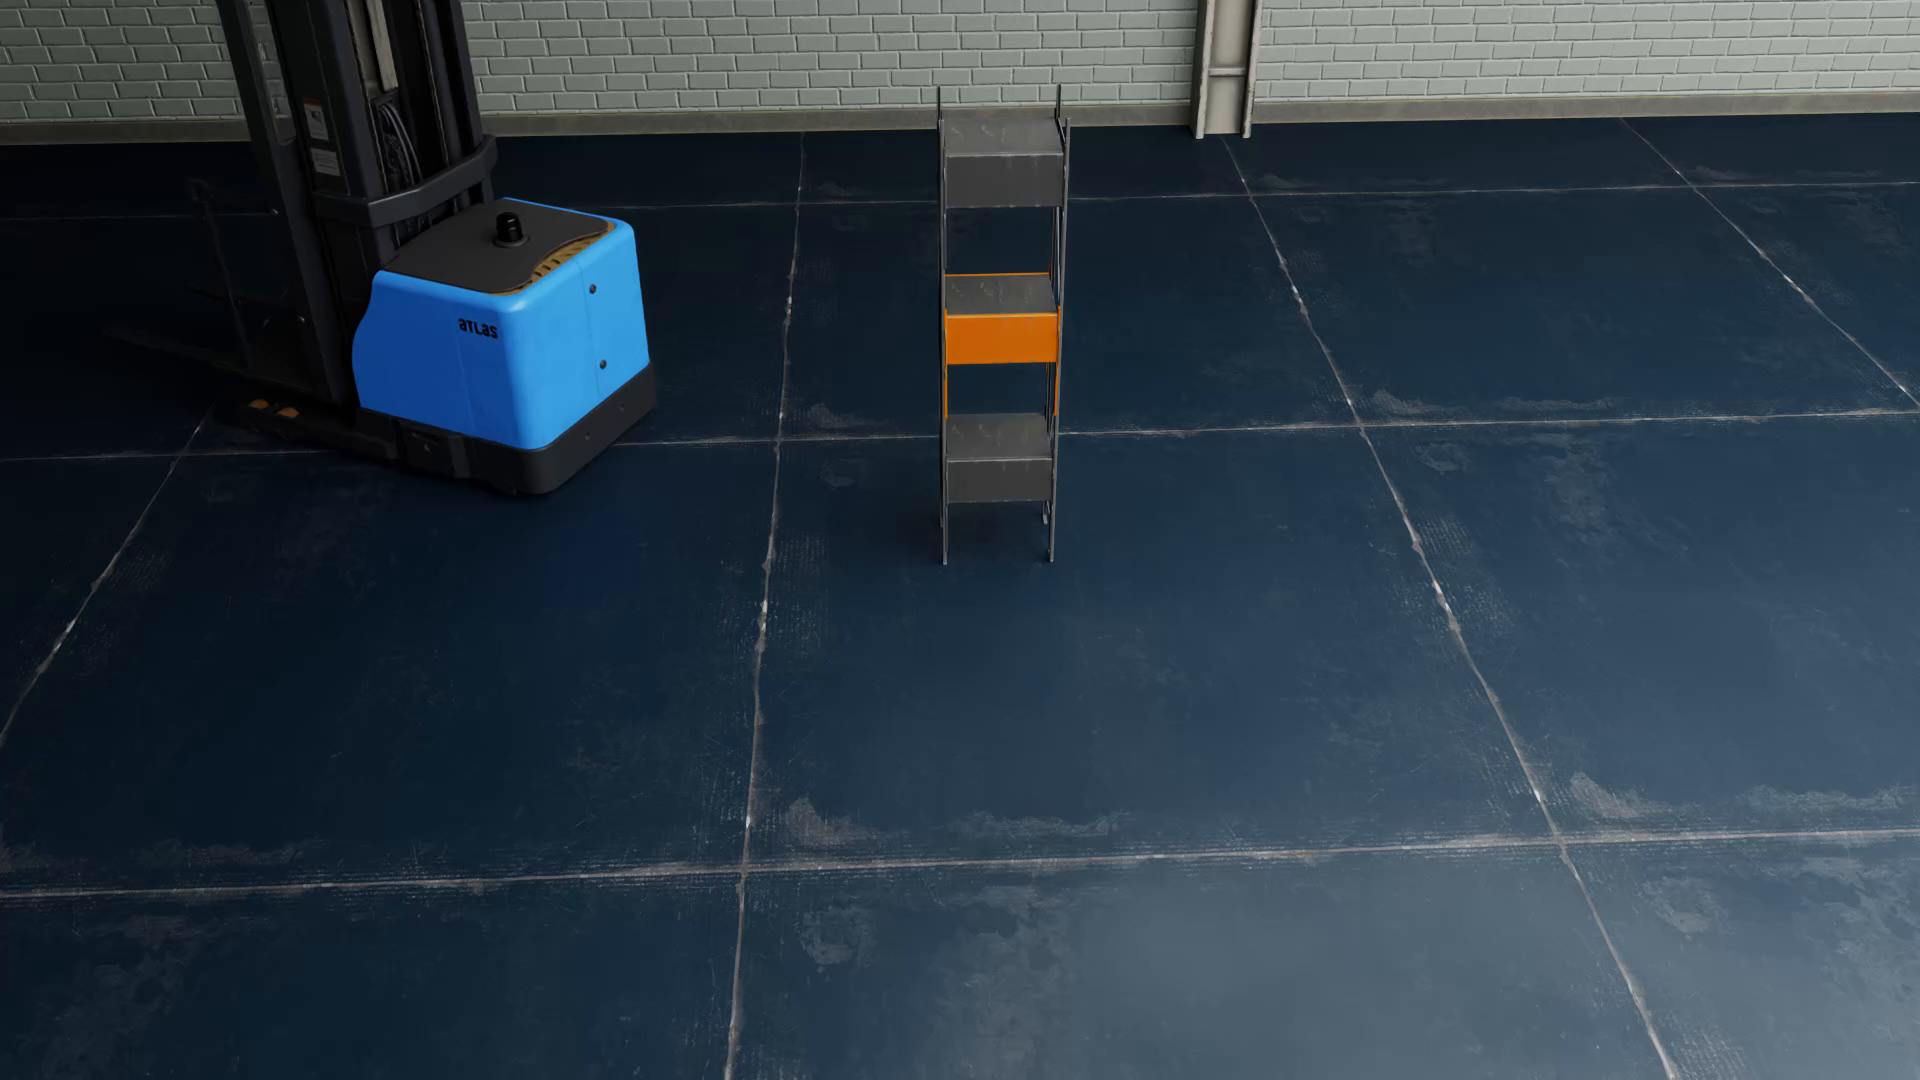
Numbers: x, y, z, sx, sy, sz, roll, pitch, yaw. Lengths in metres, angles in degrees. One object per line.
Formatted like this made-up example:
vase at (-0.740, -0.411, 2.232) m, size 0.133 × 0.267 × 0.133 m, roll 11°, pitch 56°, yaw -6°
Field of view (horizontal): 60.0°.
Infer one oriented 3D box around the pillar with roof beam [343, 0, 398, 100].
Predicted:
pillar with roof beam at (-3.914, -4.059, 5.708) m, size 0.400 × 9.000 × 9.100 m, roll -2°, pitch 35°, yaw -2°

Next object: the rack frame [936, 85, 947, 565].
rack frame at (-0.078, -0.861, 7.149) m, size 0.015 × 2.100 × 0.400 m, roll -2°, pitch 35°, yaw -2°

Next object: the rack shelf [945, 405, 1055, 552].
rack shelf at (0.165, -0.281, 7.565) m, size 0.480 × 0.518 × 0.431 m, roll -2°, pitch 35°, yaw -2°

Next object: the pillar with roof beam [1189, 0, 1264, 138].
pillar with roof beam at (2.079, -4.221, 5.941) m, size 0.400 × 9.000 × 9.100 m, roll -2°, pitch 35°, yaw -2°

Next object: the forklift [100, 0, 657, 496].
forklift at (-3.137, -1.971, 8.023) m, size 3.031 × 2.935 × 1.130 m, roll 14°, pitch 37°, yaw 20°

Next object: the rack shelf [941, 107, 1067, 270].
rack shelf at (0.165, -1.432, 6.768) m, size 0.480 × 0.518 × 0.431 m, roll -2°, pitch 35°, yaw -2°

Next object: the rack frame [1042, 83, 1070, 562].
rack frame at (0.409, -0.874, 7.168) m, size 0.015 × 2.100 × 0.400 m, roll -2°, pitch 35°, yaw -2°

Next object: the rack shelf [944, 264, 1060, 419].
rack shelf at (0.165, -0.857, 7.167) m, size 0.480 × 0.518 × 0.431 m, roll -2°, pitch 35°, yaw -2°

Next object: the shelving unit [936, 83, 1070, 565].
shelving unit at (0.165, -0.868, 7.159) m, size 0.503 × 2.100 × 0.431 m, roll -2°, pitch 35°, yaw -2°
